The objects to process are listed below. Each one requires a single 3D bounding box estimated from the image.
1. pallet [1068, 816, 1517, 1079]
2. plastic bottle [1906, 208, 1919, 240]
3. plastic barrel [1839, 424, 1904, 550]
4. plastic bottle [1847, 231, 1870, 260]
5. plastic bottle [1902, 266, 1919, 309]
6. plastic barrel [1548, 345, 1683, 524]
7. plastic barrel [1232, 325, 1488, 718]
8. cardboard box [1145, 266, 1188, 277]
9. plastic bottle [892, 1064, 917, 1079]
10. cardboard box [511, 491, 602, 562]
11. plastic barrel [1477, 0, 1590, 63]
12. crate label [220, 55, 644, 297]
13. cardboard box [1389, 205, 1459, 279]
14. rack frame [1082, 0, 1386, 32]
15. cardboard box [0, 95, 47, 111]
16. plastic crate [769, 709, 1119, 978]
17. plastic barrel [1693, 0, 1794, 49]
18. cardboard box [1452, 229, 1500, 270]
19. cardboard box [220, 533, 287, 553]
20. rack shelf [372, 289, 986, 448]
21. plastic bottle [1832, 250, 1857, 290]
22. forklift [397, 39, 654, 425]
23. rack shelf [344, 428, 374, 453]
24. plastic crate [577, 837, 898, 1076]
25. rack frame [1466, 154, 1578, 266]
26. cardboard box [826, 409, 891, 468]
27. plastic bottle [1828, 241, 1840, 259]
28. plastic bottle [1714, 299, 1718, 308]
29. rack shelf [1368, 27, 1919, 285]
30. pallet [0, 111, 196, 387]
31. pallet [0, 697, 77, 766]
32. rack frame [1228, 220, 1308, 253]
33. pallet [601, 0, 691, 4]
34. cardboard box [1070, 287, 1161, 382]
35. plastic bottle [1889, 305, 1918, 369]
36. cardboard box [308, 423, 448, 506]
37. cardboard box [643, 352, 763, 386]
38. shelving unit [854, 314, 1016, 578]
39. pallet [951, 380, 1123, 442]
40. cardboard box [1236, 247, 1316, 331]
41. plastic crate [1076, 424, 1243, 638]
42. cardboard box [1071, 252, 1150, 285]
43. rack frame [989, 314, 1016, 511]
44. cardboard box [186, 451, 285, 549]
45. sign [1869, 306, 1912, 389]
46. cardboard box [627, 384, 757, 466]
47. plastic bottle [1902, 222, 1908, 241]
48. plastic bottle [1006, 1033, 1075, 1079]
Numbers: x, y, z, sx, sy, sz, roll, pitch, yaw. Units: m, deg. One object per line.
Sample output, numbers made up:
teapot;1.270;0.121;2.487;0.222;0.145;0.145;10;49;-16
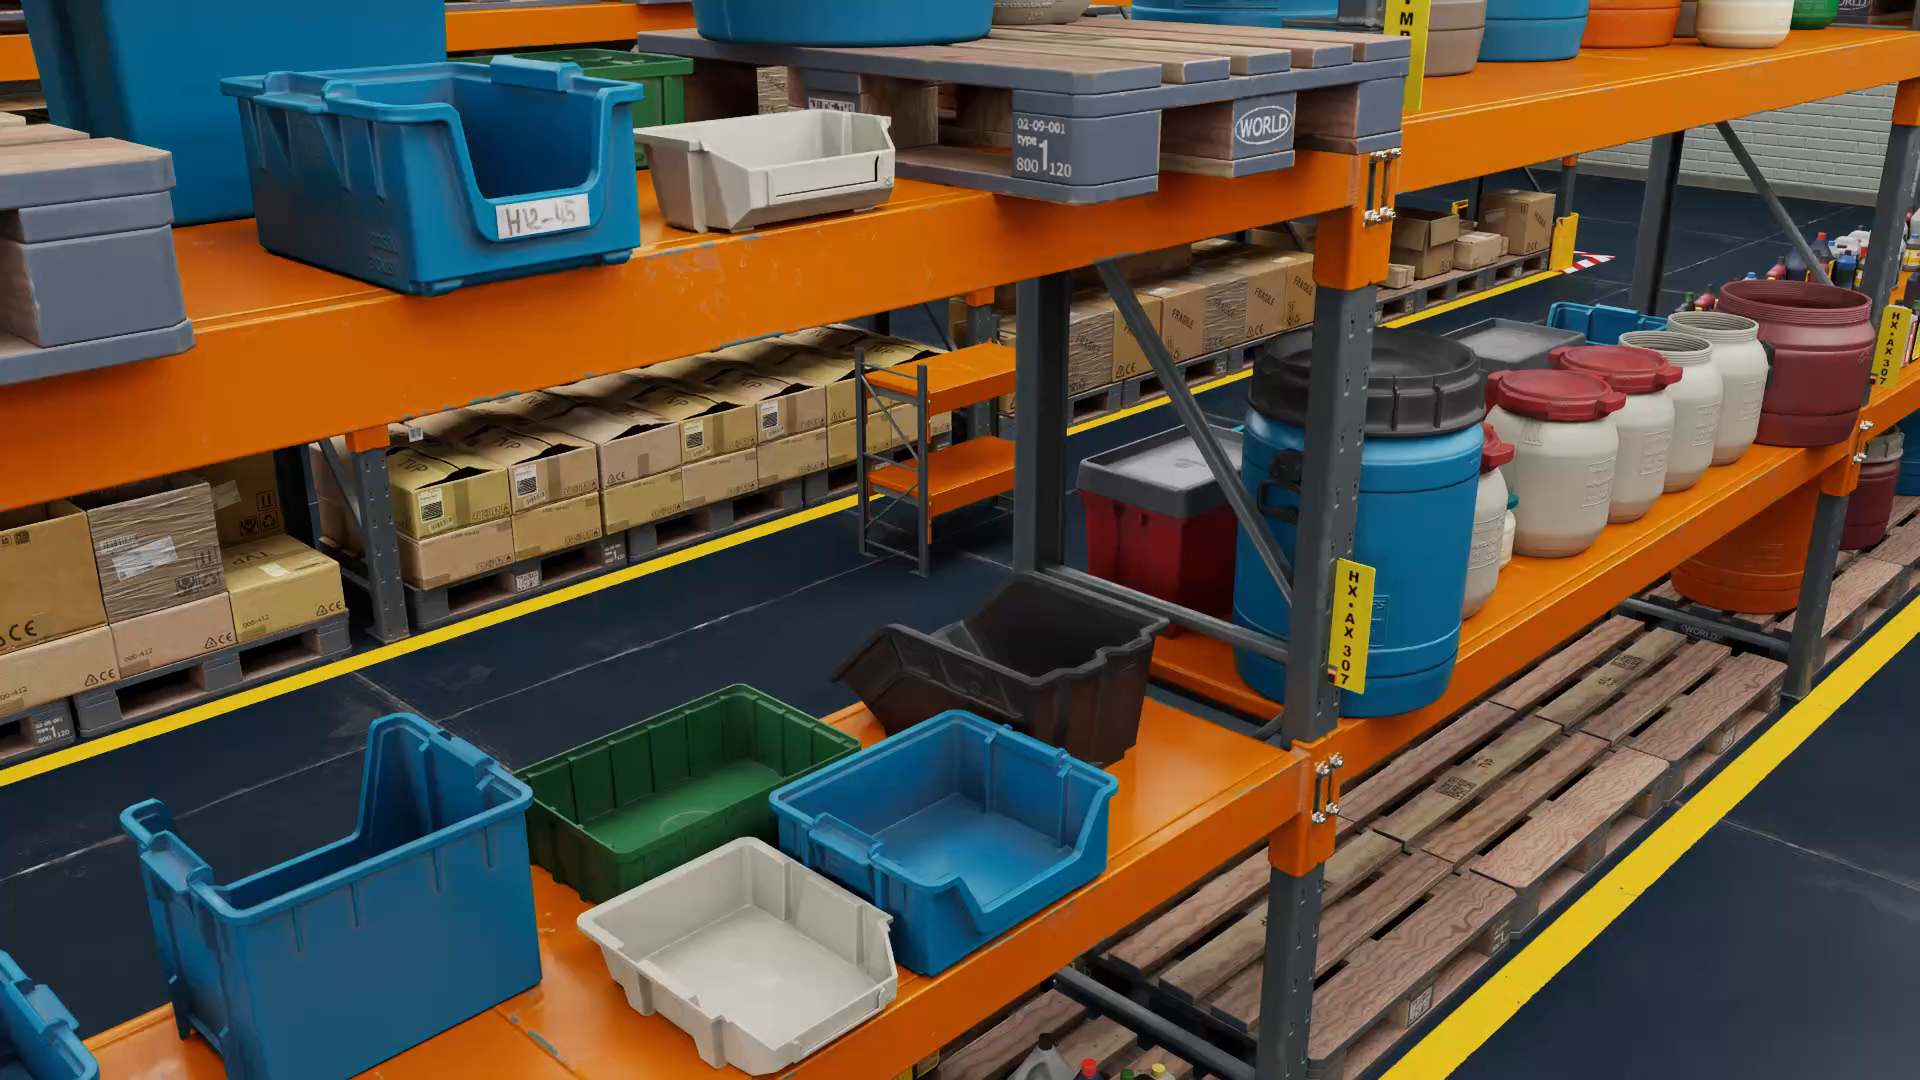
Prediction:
pallet;1.066;1.285;5.436;1.003;0.211;1.213;19;28;41
plastic bottle;5.621;-1.818;9.693;0.144;0.351;0.185;19;28;41
plastic barrel;4.454;-0.324;8.511;0.600;0.588;0.708;19;28;41
plastic bottle;4.885;-1.542;9.077;0.152;0.276;0.135;19;28;41
plastic bottle;4.749;-1.240;8.189;0.144;0.351;0.185;19;28;41
plastic barrel;2.185;-0.359;5.638;0.433;0.535;0.433;0;21;0
plastic barrel;1.033;-0.062;4.356;0.600;0.901;0.708;19;28;41
cardboard box;1.351;-1.810;12.475;0.500;0.500;0.500;20;29;41
plastic bottle;-0.211;1.366;4.418;0.144;0.351;0.185;19;28;41
cardboard box;-2.184;-0.131;8.481;0.500;0.250;0.500;-19;28;-41
plastic barrel;1.658;-1.960;5.113;0.600;0.901;0.708;19;28;41
crate label;-0.702;-0.506;2.235;0.502;0.251;0.408;19;28;41
cardboard box;3.888;-2.626;14.592;0.797;0.503;0.637;19;28;41
rack frame;0.546;-2.605;3.309;1.000;3.000;0.127;19;28;41
cardboard box;-6.172;-2.658;11.058;0.700;0.500;0.500;19;28;41
plastic crate;-0.031;0.617;3.495;0.499;0.251;0.616;19;28;41
plastic barrel;2.617;-1.783;5.545;0.301;0.262;0.301;0;21;0
cardboard box;4.484;-2.614;14.913;0.500;0.250;0.500;19;28;41
cardboard box;-3.541;0.085;7.919;0.500;0.250;0.500;19;28;41
rack shelf;-1.605;-1.224;9.080;1.077;0.370;4.000;19;28;41
plastic bottle;4.591;-1.371;8.639;0.097;0.271;0.097;0;21;0
forklift;-2.774;-2.355;11.115;1.130;2.935;3.031;15;26;34
rack shelf;-4.395;-0.195;6.405;1.077;0.370;4.000;19;28;41
plastic crate;-0.405;0.799;3.182;0.530;0.136;0.437;19;28;41
rack frame;5.371;-4.130;15.639;1.000;3.000;0.127;19;28;41
cardboard box;-0.759;-0.656;9.849;0.500;0.250;0.500;19;28;40
plastic bottle;4.623;-1.457;8.863;0.097;0.271;0.097;0;21;0
plastic bottle;3.568;-1.035;7.864;0.097;0.201;0.097;0;21;0
rack shelf;1.942;-1.383;5.314;1.077;0.370;4.000;19;28;41
pallet;-1.597;-0.277;1.696;1.003;0.211;1.213;19;28;41
pallet;-4.436;0.765;6.789;1.003;0.211;1.213;19;28;41
rack frame;2.581;-3.102;12.964;1.000;3.000;0.127;19;28;41
pallet;-1.397;-2.900;8.522;1.213;0.211;1.003;-19;28;-40
cardboard box;1.027;-1.421;11.462;0.500;0.500;0.500;19;28;40
plastic bottle;4.193;-0.924;7.471;0.152;0.276;0.135;19;28;41
cardboard box;-2.923;-0.395;8.388;0.500;0.311;0.500;19;28;41
cardboard box;-1.503;-0.919;9.750;0.500;0.311;0.500;18;28;39
shelving unit;0.005;-0.527;8.877;0.538;1.125;1.048;19;28;41
pallet;0.338;-0.954;11.263;1.003;0.211;1.213;19;28;41
cardboard box;2.442;-1.942;12.816;0.500;0.500;0.500;19;28;40
plastic crate;0.665;-0.036;4.897;0.402;0.464;0.583;19;28;41
cardboard box;1.022;-2.041;12.029;0.500;0.250;0.500;19;28;40
rack frame;0.359;-0.657;9.217;0.500;1.125;0.032;19;28;41
cardboard box;-3.548;-0.267;7.790;0.500;0.500;0.500;19;28;41
sign;3.736;-0.773;6.678;0.100;0.325;0.005;19;28;41
cardboard box;-1.462;-0.659;9.074;0.500;0.311;0.500;-19;28;-41
plastic bottle;5.276;-1.685;9.452;0.152;0.276;0.135;19;28;41
plastic bottle;0.200;1.428;4.257;0.144;0.351;0.185;19;28;41
